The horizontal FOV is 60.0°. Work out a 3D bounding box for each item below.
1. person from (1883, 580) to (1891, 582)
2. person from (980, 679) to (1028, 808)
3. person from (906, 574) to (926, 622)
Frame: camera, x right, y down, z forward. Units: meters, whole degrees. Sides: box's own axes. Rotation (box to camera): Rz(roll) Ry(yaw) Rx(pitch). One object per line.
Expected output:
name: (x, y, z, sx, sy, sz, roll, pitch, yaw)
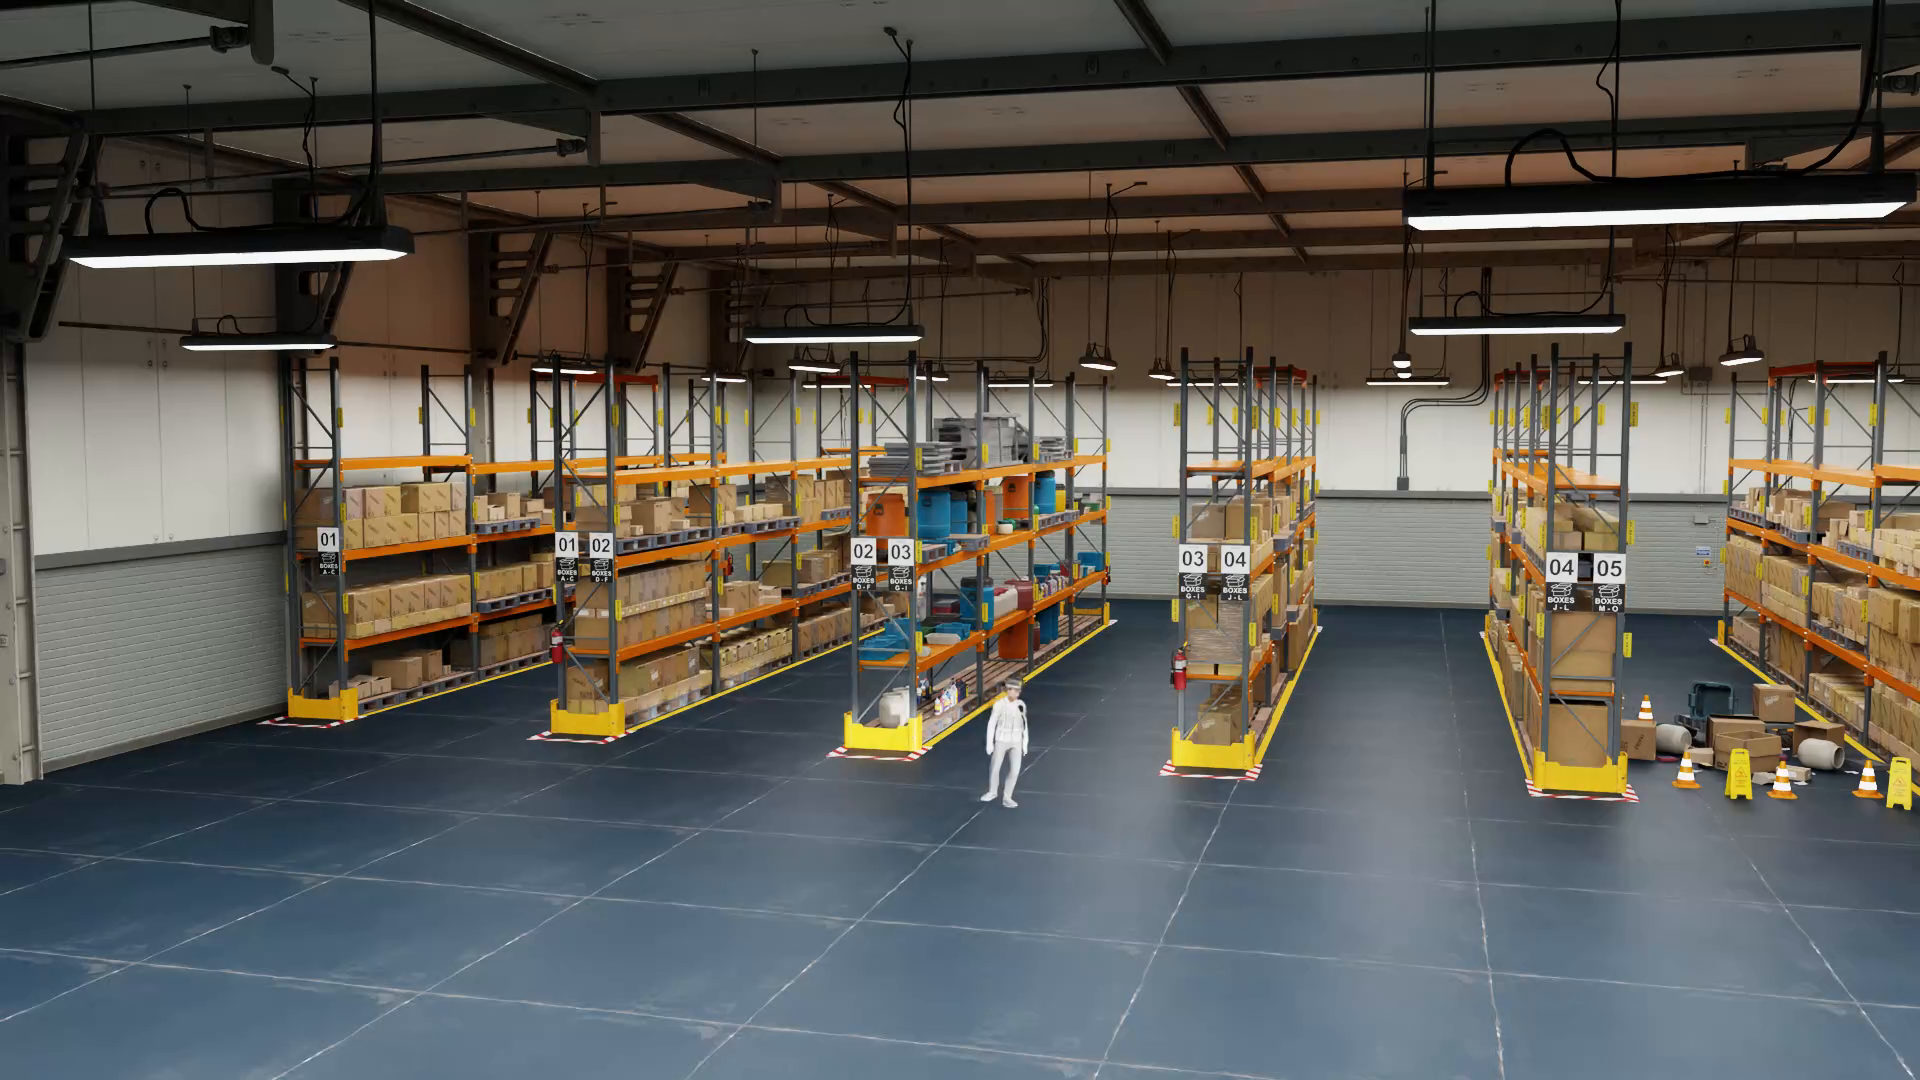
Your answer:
person: (19.395, 1.632, 34.424, 0.696, 1.713, 0.767, -1, 4, -16)
person: (0.573, 2.607, 21.419, 0.591, 1.651, 0.476, -1, 4, -15)
person: (-0.923, 1.420, 36.828, 0.648, 1.785, 0.689, 1, 4, 10)
